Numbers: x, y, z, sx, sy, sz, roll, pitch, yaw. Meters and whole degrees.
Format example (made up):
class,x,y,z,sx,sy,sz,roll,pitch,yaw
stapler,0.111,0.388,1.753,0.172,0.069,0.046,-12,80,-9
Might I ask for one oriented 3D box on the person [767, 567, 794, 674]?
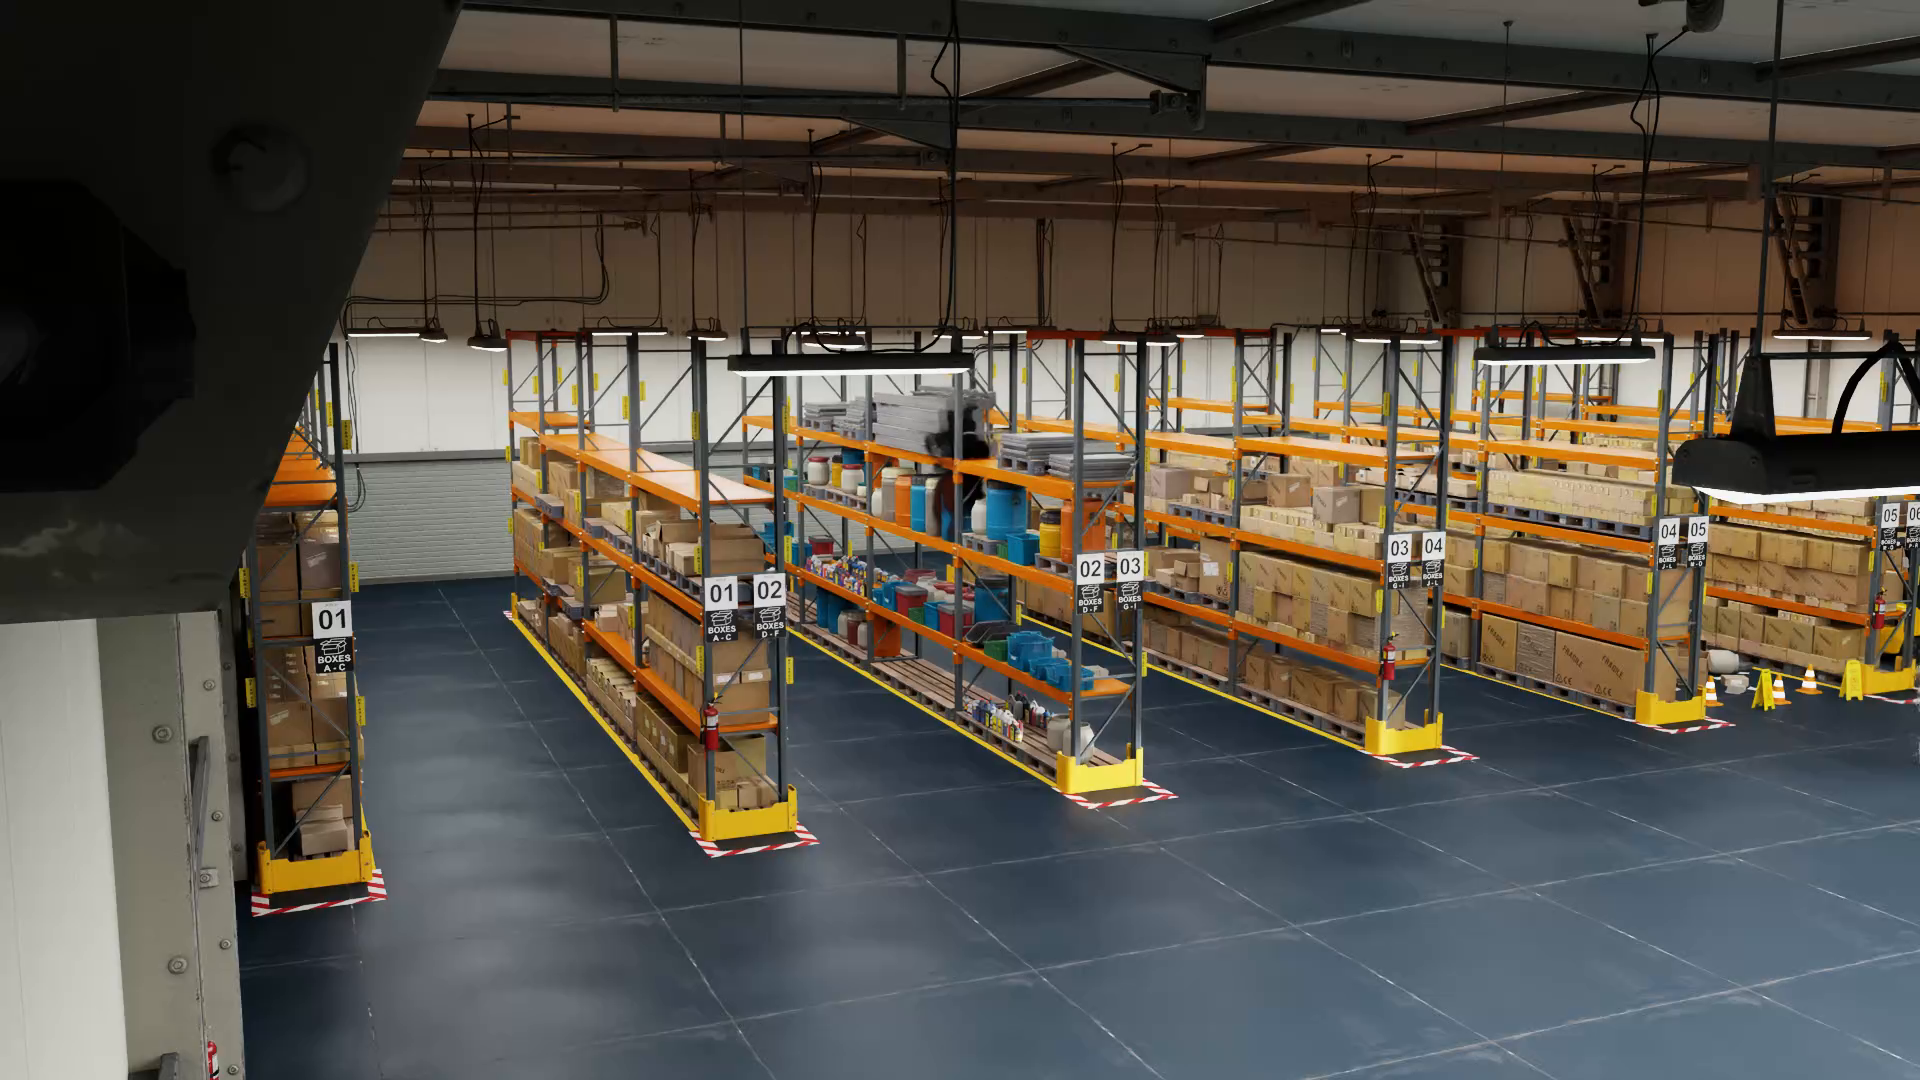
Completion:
class,x,y,z,sx,sy,sz,roll,pitch,yaw
person,-3.144,1.368,28.222,0.650,1.818,0.946,-6,10,-35

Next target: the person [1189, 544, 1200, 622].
class,x,y,z,sx,sy,sz,roll,pitch,yaw
person,4.784,0.882,33.984,0.593,1.664,0.425,-4,9,-29
